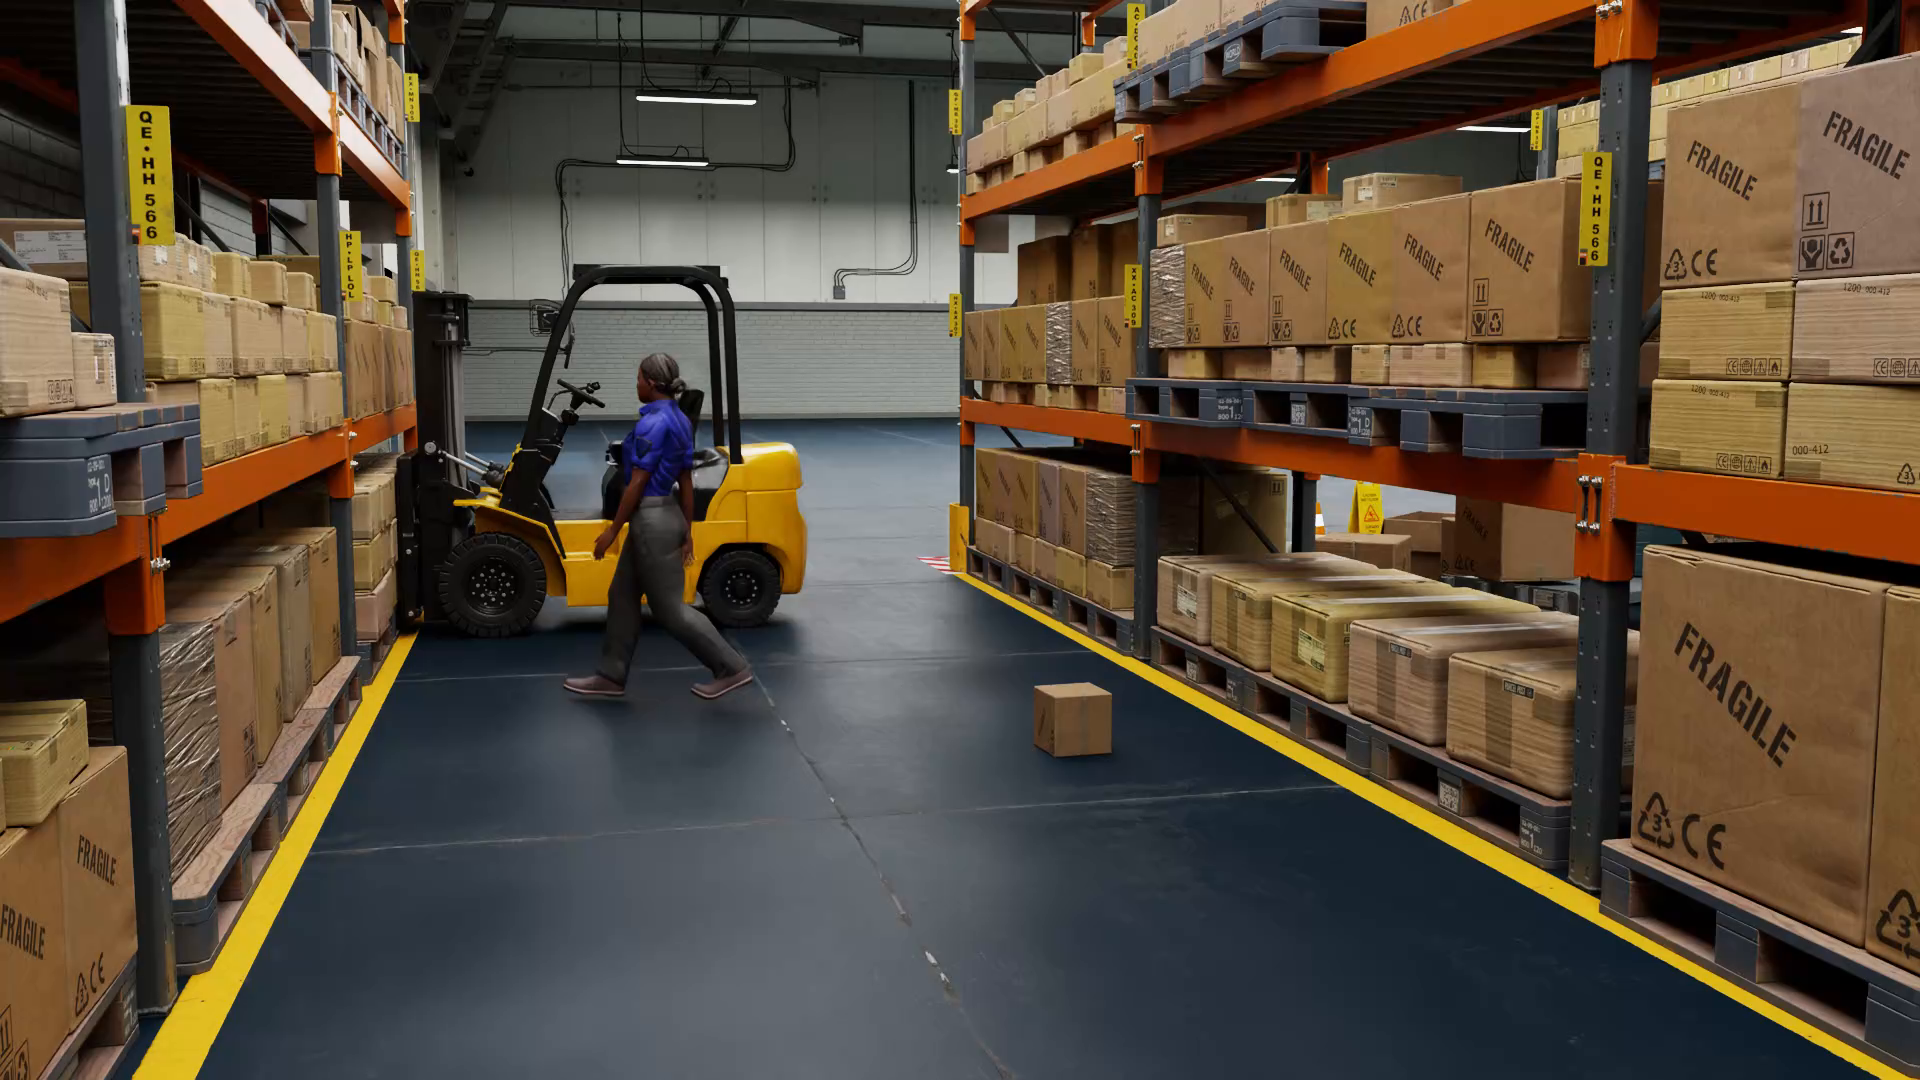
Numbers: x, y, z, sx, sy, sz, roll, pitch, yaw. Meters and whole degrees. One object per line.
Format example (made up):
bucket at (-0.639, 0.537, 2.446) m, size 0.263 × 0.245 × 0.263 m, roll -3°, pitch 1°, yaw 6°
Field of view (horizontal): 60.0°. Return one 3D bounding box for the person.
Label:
person at (-1.412, -0.050, 7.640) m, size 0.951 × 1.612 × 0.456 m, roll 1°, pitch 6°, yaw 6°
